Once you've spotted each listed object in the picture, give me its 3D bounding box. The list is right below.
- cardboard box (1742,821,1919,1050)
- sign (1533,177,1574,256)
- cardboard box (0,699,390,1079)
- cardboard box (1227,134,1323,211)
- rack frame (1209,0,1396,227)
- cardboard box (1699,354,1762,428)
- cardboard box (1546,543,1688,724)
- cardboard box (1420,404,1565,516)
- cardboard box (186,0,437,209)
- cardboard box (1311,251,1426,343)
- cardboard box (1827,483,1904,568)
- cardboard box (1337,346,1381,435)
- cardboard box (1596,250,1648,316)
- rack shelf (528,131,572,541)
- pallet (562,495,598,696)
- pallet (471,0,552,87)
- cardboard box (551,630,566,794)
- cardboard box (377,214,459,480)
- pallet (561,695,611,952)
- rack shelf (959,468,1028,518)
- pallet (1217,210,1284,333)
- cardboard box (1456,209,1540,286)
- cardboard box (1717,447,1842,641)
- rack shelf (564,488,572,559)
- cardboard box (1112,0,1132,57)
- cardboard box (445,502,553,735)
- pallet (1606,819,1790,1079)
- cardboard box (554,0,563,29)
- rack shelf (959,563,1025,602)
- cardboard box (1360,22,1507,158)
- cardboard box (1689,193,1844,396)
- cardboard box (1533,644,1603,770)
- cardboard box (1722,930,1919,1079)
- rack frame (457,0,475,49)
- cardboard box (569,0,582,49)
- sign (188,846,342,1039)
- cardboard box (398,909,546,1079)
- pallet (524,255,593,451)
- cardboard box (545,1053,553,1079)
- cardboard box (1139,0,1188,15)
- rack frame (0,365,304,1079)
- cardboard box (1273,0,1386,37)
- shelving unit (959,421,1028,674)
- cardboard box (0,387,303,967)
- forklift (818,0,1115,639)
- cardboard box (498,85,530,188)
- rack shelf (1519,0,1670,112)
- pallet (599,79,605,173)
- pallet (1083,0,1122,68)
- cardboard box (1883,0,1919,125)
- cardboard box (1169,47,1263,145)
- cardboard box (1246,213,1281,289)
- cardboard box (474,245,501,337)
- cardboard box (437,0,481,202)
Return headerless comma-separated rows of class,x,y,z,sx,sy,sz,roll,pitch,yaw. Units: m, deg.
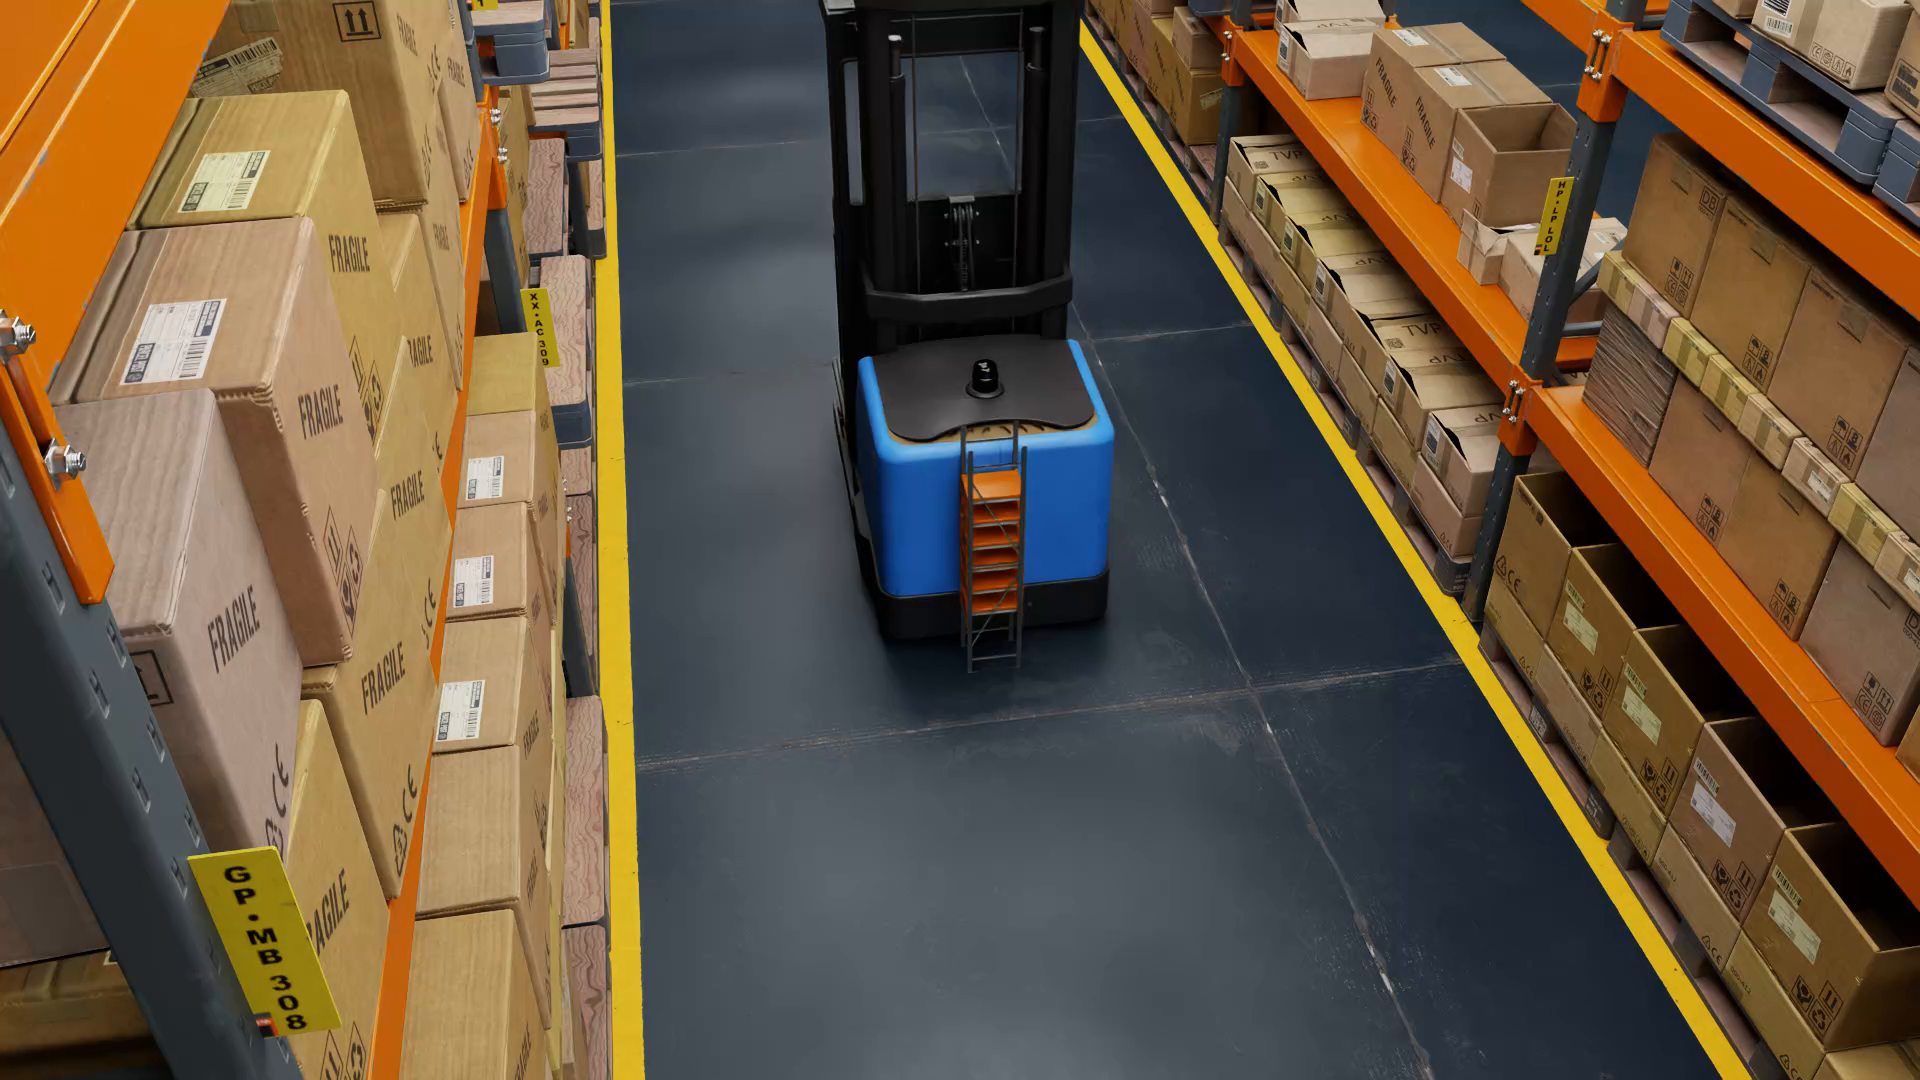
cardboard box,2.957,1.257,5.375,0.500,0.500,0.500,-6,38,-8
sign,2.300,-1.250,6.435,0.100,0.325,0.005,-6,38,-8
cardboard box,-1.155,0.602,2.388,0.500,0.500,0.500,-5,38,-7
cardboard box,1.934,-2.258,10.054,0.500,0.311,0.500,-5,38,-6
rack frame,2.131,-3.305,9.959,1.000,3.000,0.127,-6,38,-8
cardboard box,2.827,-0.536,5.784,0.380,0.149,0.250,-7,38,-8
cardboard box,2.701,0.350,6.542,0.500,0.500,0.500,-6,38,-8
cardboard box,2.479,-0.404,7.667,0.500,0.311,0.500,-6,38,-8
cardboard box,-1.481,-1.063,3.715,0.500,0.500,0.500,-7,38,-10
cardboard box,2.212,-1.323,8.850,0.500,0.311,0.500,-7,38,-9
cardboard box,2.964,-0.066,5.180,0.380,0.149,0.250,-7,38,-8
cardboard box,2.297,-0.803,8.637,0.500,0.250,0.500,-5,38,-7
cardboard box,2.689,-1.001,6.383,0.380,0.149,0.250,-6,38,-8
rack shelf,-2.394,-1.278,7.936,1.077,0.370,4.000,-6,38,-8
pallet,-2.182,0.277,7.621,1.003,0.211,1.213,-6,38,-8
pallet,-2.047,-1.848,5.792,1.213,0.211,1.003,-6,38,-8
cardboard box,-1.480,0.555,5.096,0.500,0.250,0.500,-6,38,-8
cardboard box,-1.424,-0.361,3.627,0.500,0.500,0.500,-4,38,-5
pallet,-1.891,1.149,6.498,1.003,0.211,1.213,-6,38,-8
rack shelf,0.136,-0.196,6.910,0.258,0.103,0.180,-6,38,-7
pallet,2.237,-1.702,10.169,1.003,0.211,1.213,-6,38,-8
cardboard box,2.498,-1.347,7.548,0.396,0.266,0.258,-7,38,-9
cardboard box,3.099,-0.040,5.674,0.700,0.500,0.500,-6,38,-7
rack shelf,-1.693,1.138,4.826,1.077,0.370,4.000,-6,38,-8
cardboard box,1.460,-3.965,12.488,0.500,0.500,0.500,-6,38,-7
cardboard box,-1.486,0.260,4.865,0.500,0.500,0.500,-7,38,-9
pallet,3.148,1.436,6.130,1.003,0.211,1.213,-6,38,-8
cardboard box,-2.578,-3.255,9.555,0.500,0.500,0.500,-5,38,-7
rack shelf,0.136,0.183,7.204,0.258,0.103,0.180,-6,38,-7
cardboard box,2.441,-2.332,8.626,0.500,0.500,0.500,-8,39,-10
cardboard box,3.006,-0.868,5.683,0.700,0.500,0.500,-6,38,-8
cardboard box,2.698,0.647,6.772,0.500,0.250,0.500,-6,38,-8
cardboard box,2.960,1.553,5.605,0.500,0.250,0.500,-6,38,-8
rack frame,-2.044,-2.723,4.320,1.000,3.000,0.127,-6,38,-8
cardboard box,-2.892,-3.075,11.072,0.750,0.750,0.750,-6,38,-8
sign,-0.808,0.474,1.937,0.100,0.325,0.005,-6,38,-8
cardboard box,-1.207,1.197,3.659,0.500,0.500,0.500,-6,38,-8
pallet,-2.035,-0.755,6.833,1.003,0.211,1.213,-6,38,-8
cardboard box,-1.221,1.473,3.915,0.500,0.250,0.500,-7,38,-9
cardboard box,1.539,-3.978,11.893,0.500,0.250,0.500,-7,38,-9
rack frame,-1.339,-0.307,1.210,0.949,2.616,0.053,-6,38,-8
cardboard box,2.152,-3.045,9.697,0.500,0.311,0.500,-4,38,-5
shelving unit,0.136,0.053,7.103,0.258,1.200,0.189,-6,38,-7
cardboard box,-1.171,0.177,2.120,0.500,0.500,0.500,-9,39,-11
forklift,-0.069,-1.613,7.838,1.130,2.935,3.031,-6,38,-7
cardboard box,-2.413,-1.950,7.775,0.700,0.500,0.500,-6,38,-8
rack shelf,2.482,-2.997,7.704,1.077,0.370,4.000,-6,38,-8
pallet,-3.020,-2.888,11.695,1.003,0.211,1.213,-6,38,-8
pallet,1.610,-4.132,13.297,1.003,0.211,1.213,-6,38,-8
cardboard box,2.997,-1.327,4.427,0.797,0.503,0.637,-2,38,-3
cardboard box,1.736,-3.031,11.285,0.500,0.500,0.500,-5,38,-6
cardboard box,2.023,-1.733,9.835,0.500,0.250,0.500,-7,38,-9
cardboard box,-2.099,-0.878,6.395,0.700,0.500,0.500,-6,38,-8
cardboard box,-1.711,-1.306,4.843,0.500,0.500,0.500,-5,38,-7
